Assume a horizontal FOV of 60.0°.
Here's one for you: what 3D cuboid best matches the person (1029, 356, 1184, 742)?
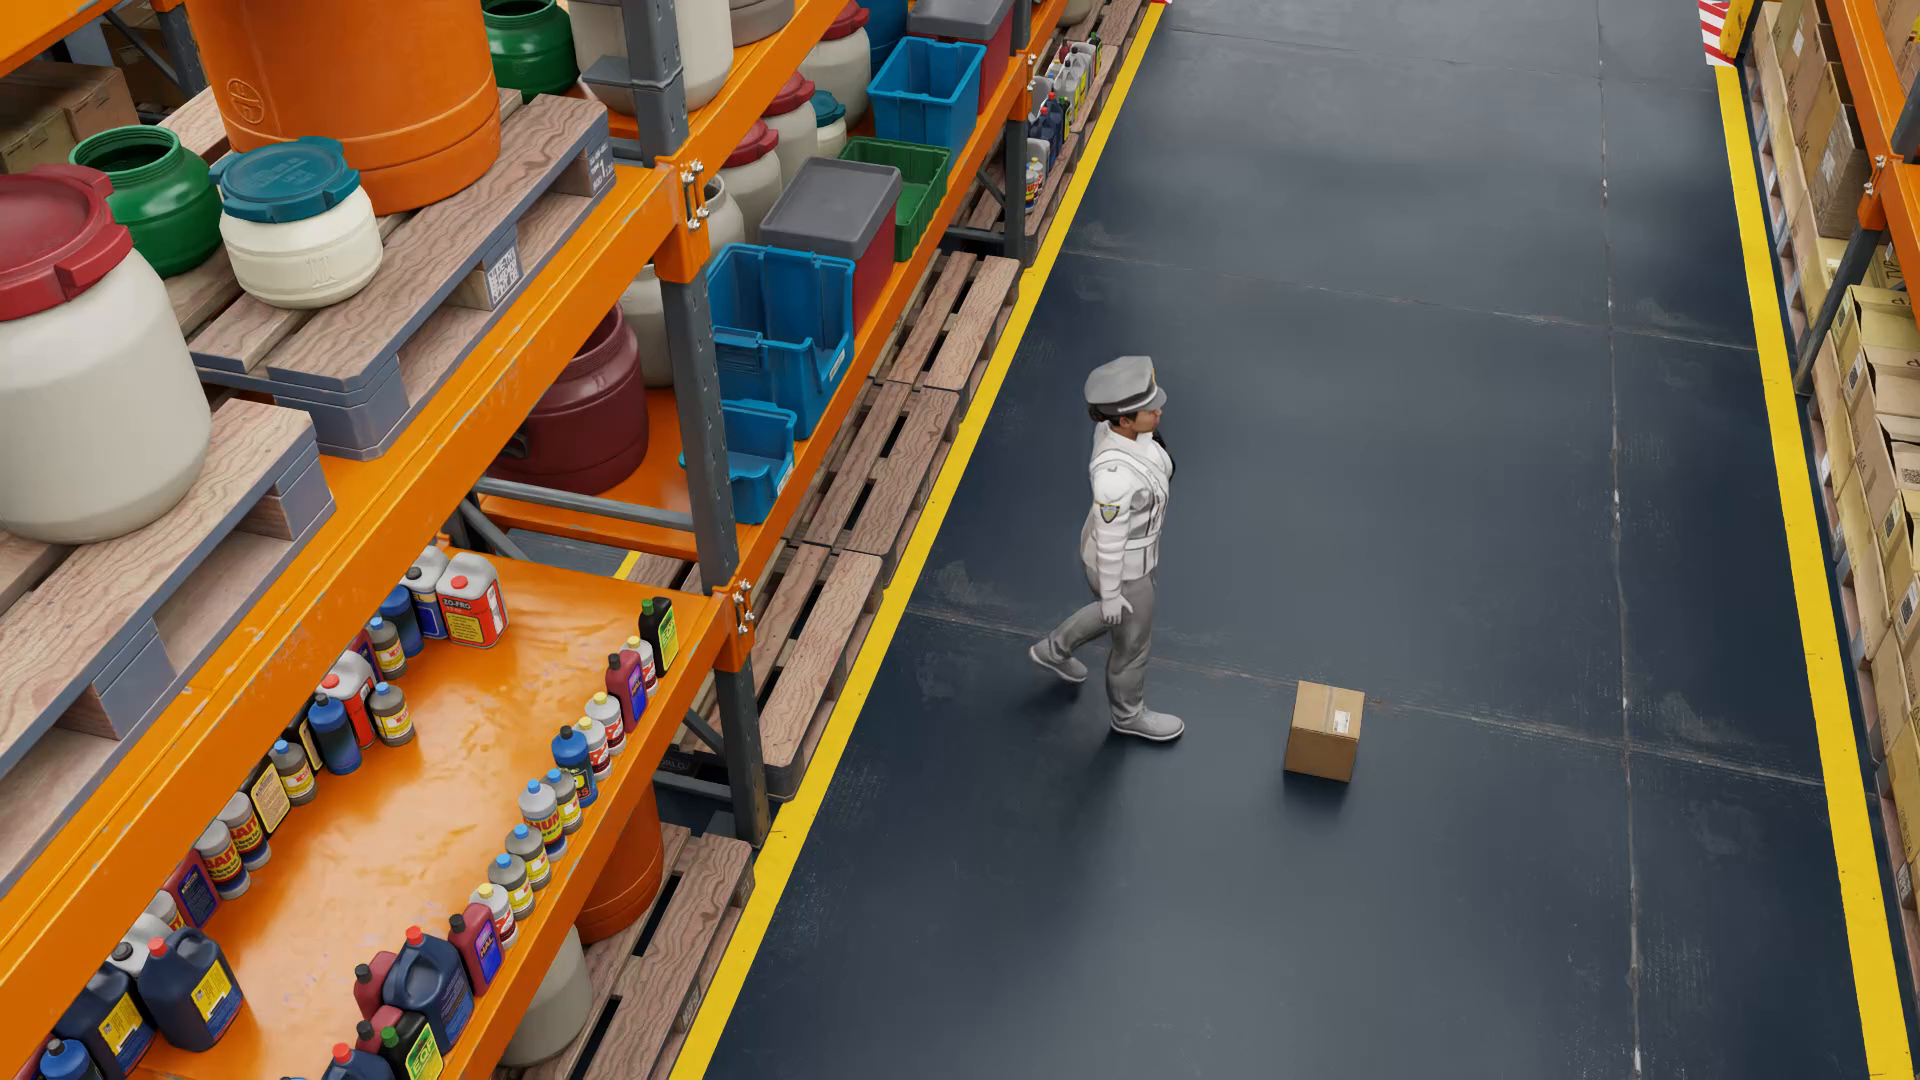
[{"bbox_3d":[0.574,0.043,6.073,0.641,1.681,0.497,6,42,7],"label":"person"}]
